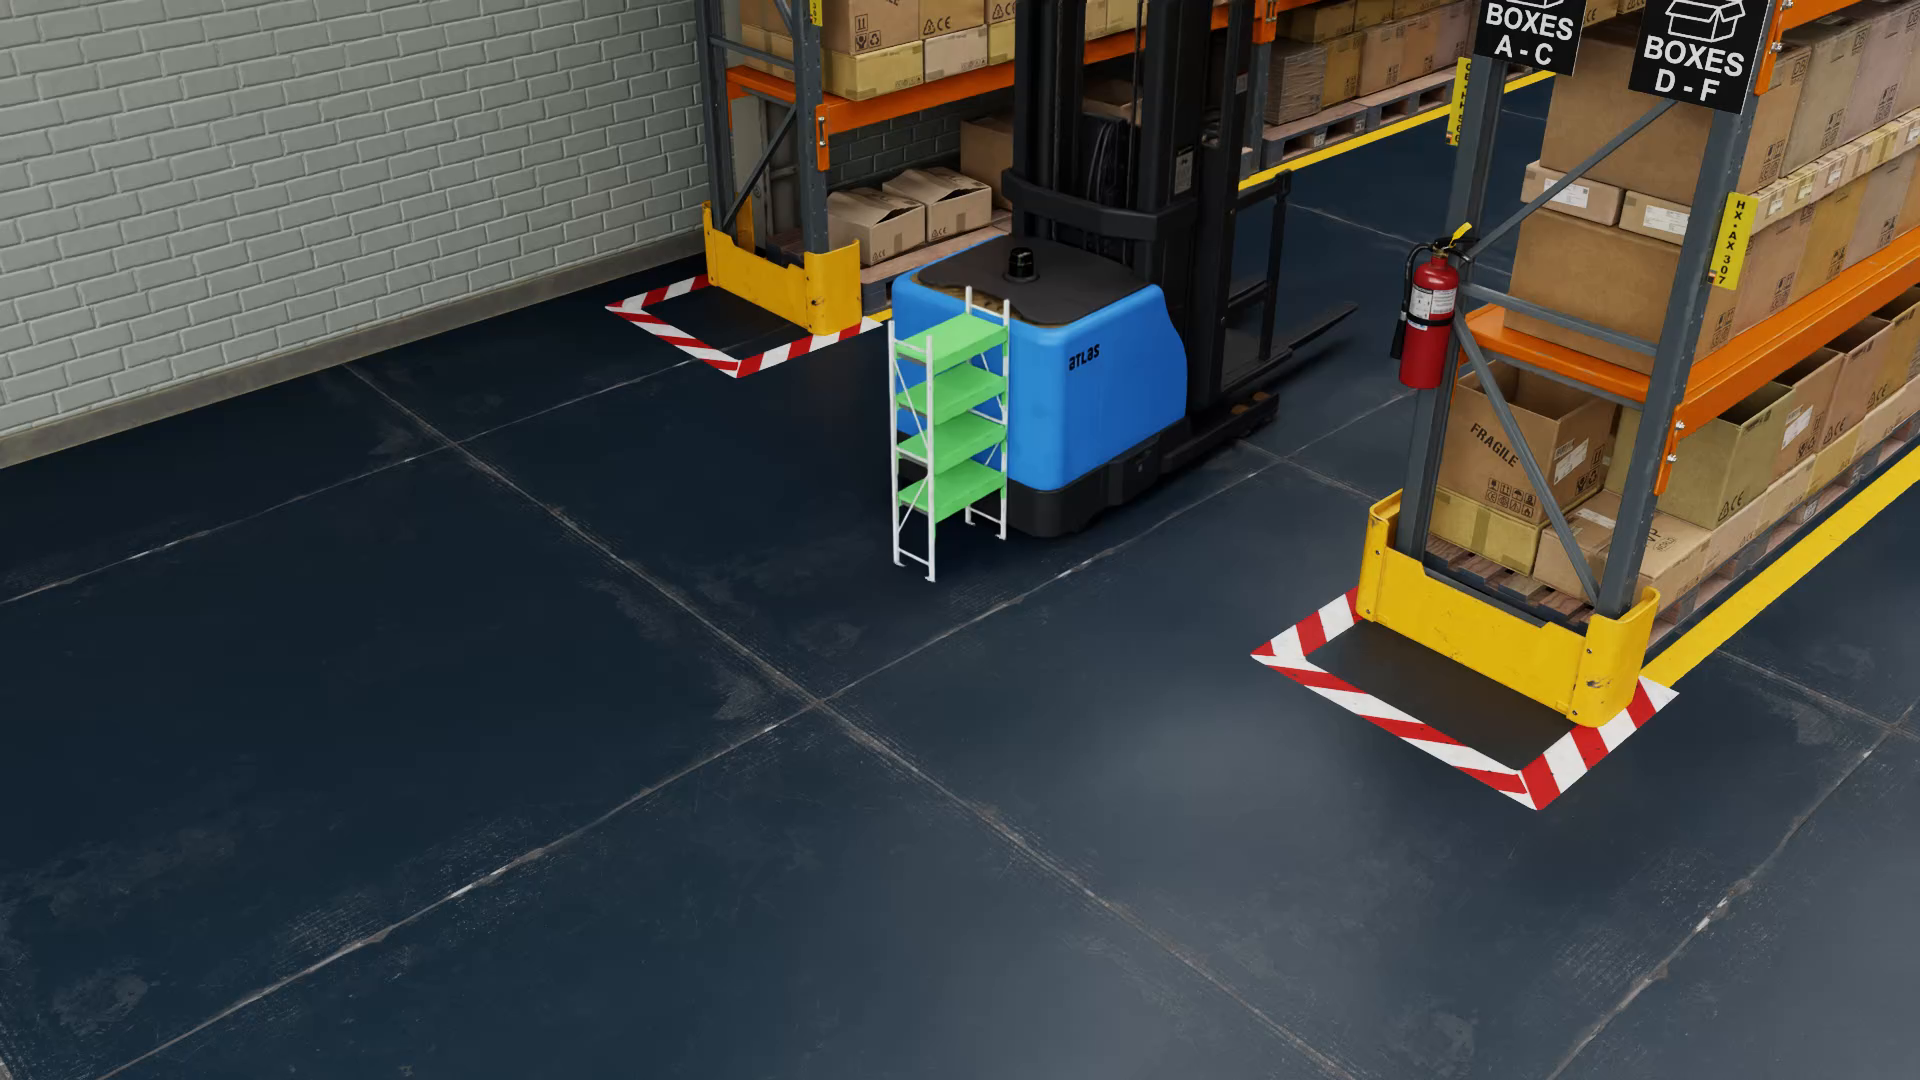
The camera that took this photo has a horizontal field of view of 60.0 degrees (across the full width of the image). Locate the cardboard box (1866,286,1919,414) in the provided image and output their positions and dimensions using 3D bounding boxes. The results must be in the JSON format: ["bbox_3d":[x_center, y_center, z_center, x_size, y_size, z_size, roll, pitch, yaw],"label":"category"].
[{"bbox_3d":[4.240,-0.965,7.967,0.500,0.500,0.500,-26,40,-35],"label":"cardboard box"}]

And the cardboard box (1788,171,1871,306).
[{"bbox_3d":[3.338,-1.385,7.044,0.500,0.500,0.700,-26,40,-35],"label":"cardboard box"}]

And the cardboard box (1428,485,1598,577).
[{"bbox_3d":[2.429,-0.129,7.319,0.500,0.250,0.500,-26,40,-35],"label":"cardboard box"}]

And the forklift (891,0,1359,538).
[{"bbox_3d":[1.027,-1.946,8.123,1.130,2.935,3.031,25,39,35],"label":"forklift"}]

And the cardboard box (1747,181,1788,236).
[{"bbox_3d":[2.863,-1.291,6.268,0.250,0.149,0.380,-27,41,-37],"label":"cardboard box"}]

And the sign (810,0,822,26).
[{"bbox_3d":[-0.765,-2.875,8.747,0.005,0.325,0.100,-26,40,-35],"label":"sign"}]

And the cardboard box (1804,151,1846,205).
[{"bbox_3d":[3.233,-1.467,6.557,0.250,0.149,0.380,-27,40,-36],"label":"cardboard box"}]

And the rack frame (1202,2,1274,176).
[{"bbox_3d":[1.799,-4.132,11.633,0.127,3.000,1.000,-26,40,-35],"label":"rack frame"}]

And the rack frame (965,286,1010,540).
[{"bbox_3d":[0.120,-0.555,7.508,0.240,1.200,0.015,25,39,35],"label":"rack frame"}]

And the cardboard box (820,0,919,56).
[{"bbox_3d":[-0.579,-3.032,9.240,0.500,0.500,0.500,-26,40,-35],"label":"cardboard box"}]

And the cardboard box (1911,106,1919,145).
[{"bbox_3d":[3.992,-1.835,7.157,0.250,0.149,0.380,-24,39,-34],"label":"cardboard box"}]

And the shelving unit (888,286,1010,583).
[{"bbox_3d":[-0.044,-0.461,7.353,0.258,1.200,0.503,25,39,35],"label":"shelving unit"}]

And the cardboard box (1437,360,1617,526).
[{"bbox_3d":[2.428,-0.450,7.125,0.500,0.500,0.500,-26,40,-35],"label":"cardboard box"}]

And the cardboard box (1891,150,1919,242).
[{"bbox_3d":[4.096,-1.756,7.650,0.500,0.500,0.700,-25,39,-35],"label":"cardboard box"}]

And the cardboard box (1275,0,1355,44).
[{"bbox_3d":[2.648,-3.999,12.669,0.500,0.250,0.500,-27,40,-36],"label":"cardboard box"}]

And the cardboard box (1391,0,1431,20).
[{"bbox_3d":[3.406,-4.355,13.252,0.500,0.250,0.500,-26,40,-36],"label":"cardboard box"}]

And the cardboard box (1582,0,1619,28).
[{"bbox_3d":[5.361,-5.024,14.749,0.750,0.750,0.750,-26,40,-36],"label":"cardboard box"}]

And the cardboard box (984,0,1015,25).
[{"bbox_3d":[0.173,-3.385,9.816,0.500,0.500,0.500,-27,41,-37],"label":"cardboard box"}]

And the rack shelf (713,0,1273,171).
[{"bbox_3d":[0.333,-3.116,10.660,4.000,0.370,1.077,-26,40,-35],"label":"rack shelf"}]

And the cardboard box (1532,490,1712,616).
[{"bbox_3d":[2.782,0.069,6.995,0.500,0.250,0.500,-26,40,-35],"label":"cardboard box"}]

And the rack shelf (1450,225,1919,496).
[{"bbox_3d":[3.704,-1.222,7.563,4.000,0.370,1.077,-26,40,-35],"label":"rack shelf"}]

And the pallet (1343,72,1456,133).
[{"bbox_3d":[3.264,-3.654,13.524,1.213,0.211,1.003,-26,40,-35],"label":"pallet"}]

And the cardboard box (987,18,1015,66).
[{"bbox_3d":[0.189,-3.078,10.033,0.500,0.250,0.500,-27,40,-36],"label":"cardboard box"}]

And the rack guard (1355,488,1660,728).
[{"bbox_3d":[2.219,0.255,6.854,0.348,0.500,1.175,-26,40,-35],"label":"rack guard"}]

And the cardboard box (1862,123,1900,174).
[{"bbox_3d":[3.614,-1.654,6.862,0.250,0.149,0.380,-26,40,-36],"label":"cardboard box"}]

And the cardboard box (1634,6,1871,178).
[{"bbox_3d":[3.009,-1.784,6.453,0.500,0.500,0.700,-27,41,-37],"label":"cardboard box"}]

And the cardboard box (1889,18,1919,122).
[{"bbox_3d":[3.745,-2.141,7.037,0.500,0.500,0.700,-26,40,-35],"label":"cardboard box"}]

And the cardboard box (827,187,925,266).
[{"bbox_3d":[-0.565,-1.965,10.244,0.500,0.311,0.500,24,39,34],"label":"cardboard box"}]

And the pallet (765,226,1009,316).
[{"bbox_3d":[-0.458,-1.826,10.533,1.213,0.211,1.003,-26,40,-35],"label":"pallet"}]

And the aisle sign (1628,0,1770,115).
[{"bbox_3d":[2.397,-1.789,5.308,0.004,0.787,0.394,-26,40,-35],"label":"aisle sign"}]

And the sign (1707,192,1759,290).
[{"bbox_3d":[2.610,-1.009,5.618,0.005,0.325,0.100,-26,40,-35],"label":"sign"}]

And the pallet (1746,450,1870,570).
[{"bbox_3d":[3.664,-0.348,8.117,1.213,0.211,1.003,-26,40,-35],"label":"pallet"}]

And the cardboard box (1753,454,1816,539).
[{"bbox_3d":[3.513,-0.287,7.577,0.500,0.250,0.500,-26,40,-35],"label":"cardboard box"}]

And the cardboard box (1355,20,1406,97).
[{"bbox_3d":[3.074,-3.889,13.209,0.500,0.500,0.700,-25,40,-35],"label":"cardboard box"}]

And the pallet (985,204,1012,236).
[{"bbox_3d":[0.436,-2.256,11.237,1.213,0.211,1.003,-26,40,-35],"label":"pallet"}]

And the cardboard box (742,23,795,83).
[{"bbox_3d":[-0.923,-2.898,9.739,0.500,0.250,0.500,-25,39,-35],"label":"cardboard box"}]

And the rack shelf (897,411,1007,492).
[{"bbox_3d":[-0.044,-0.406,7.386,0.258,0.148,0.480,25,39,35],"label":"rack shelf"}]

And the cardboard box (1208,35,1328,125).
[{"bbox_3d":[2.328,-3.521,12.607,0.500,0.500,0.700,-24,39,-34],"label":"cardboard box"}]

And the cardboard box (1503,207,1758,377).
[{"bbox_3d":[2.588,-1.023,6.452,0.500,0.500,0.700,-26,40,-35],"label":"cardboard box"}]

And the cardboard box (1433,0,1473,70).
[{"bbox_3d":[3.783,-4.259,13.814,0.500,0.500,0.700,-26,40,-36],"label":"cardboard box"}]

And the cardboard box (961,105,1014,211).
[{"bbox_3d":[0.425,-2.489,10.920,0.700,0.500,0.500,26,40,36],"label":"cardboard box"}]

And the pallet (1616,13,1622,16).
[{"bbox_3d":[6.256,-5.043,15.795,1.213,0.211,1.003,-26,40,-35],"label":"pallet"}]

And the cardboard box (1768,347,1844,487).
[{"bbox_3d":[3.505,-0.611,7.389,0.500,0.500,0.500,-26,40,-35],"label":"cardboard box"}]

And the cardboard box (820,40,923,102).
[{"bbox_3d":[-0.560,-2.710,9.431,0.500,0.250,0.500,-27,41,-37],"label":"cardboard box"}]

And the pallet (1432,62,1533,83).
[{"bbox_3d":[4.158,-4.085,14.228,1.213,0.211,1.003,-26,40,-35],"label":"pallet"}]

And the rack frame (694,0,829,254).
[{"bbox_3d":[-1.134,-2.714,9.312,0.127,3.000,1.000,-26,40,-35],"label":"rack frame"}]

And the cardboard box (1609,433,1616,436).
[{"bbox_3d":[3.153,-0.489,7.908,0.500,0.250,0.500,-26,40,-35],"label":"cardboard box"}]

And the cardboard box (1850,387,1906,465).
[{"bbox_3d":[4.249,-0.640,8.155,0.500,0.250,0.500,-26,40,-35],"label":"cardboard box"}]

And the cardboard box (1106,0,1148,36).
[{"bbox_3d":[0.929,-3.435,10.617,0.500,0.250,0.500,-26,40,-36],"label":"cardboard box"}]

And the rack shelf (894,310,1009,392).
[{"bbox_3d":[-0.044,-0.816,7.136,0.258,0.148,0.480,25,39,35],"label":"rack shelf"}]
